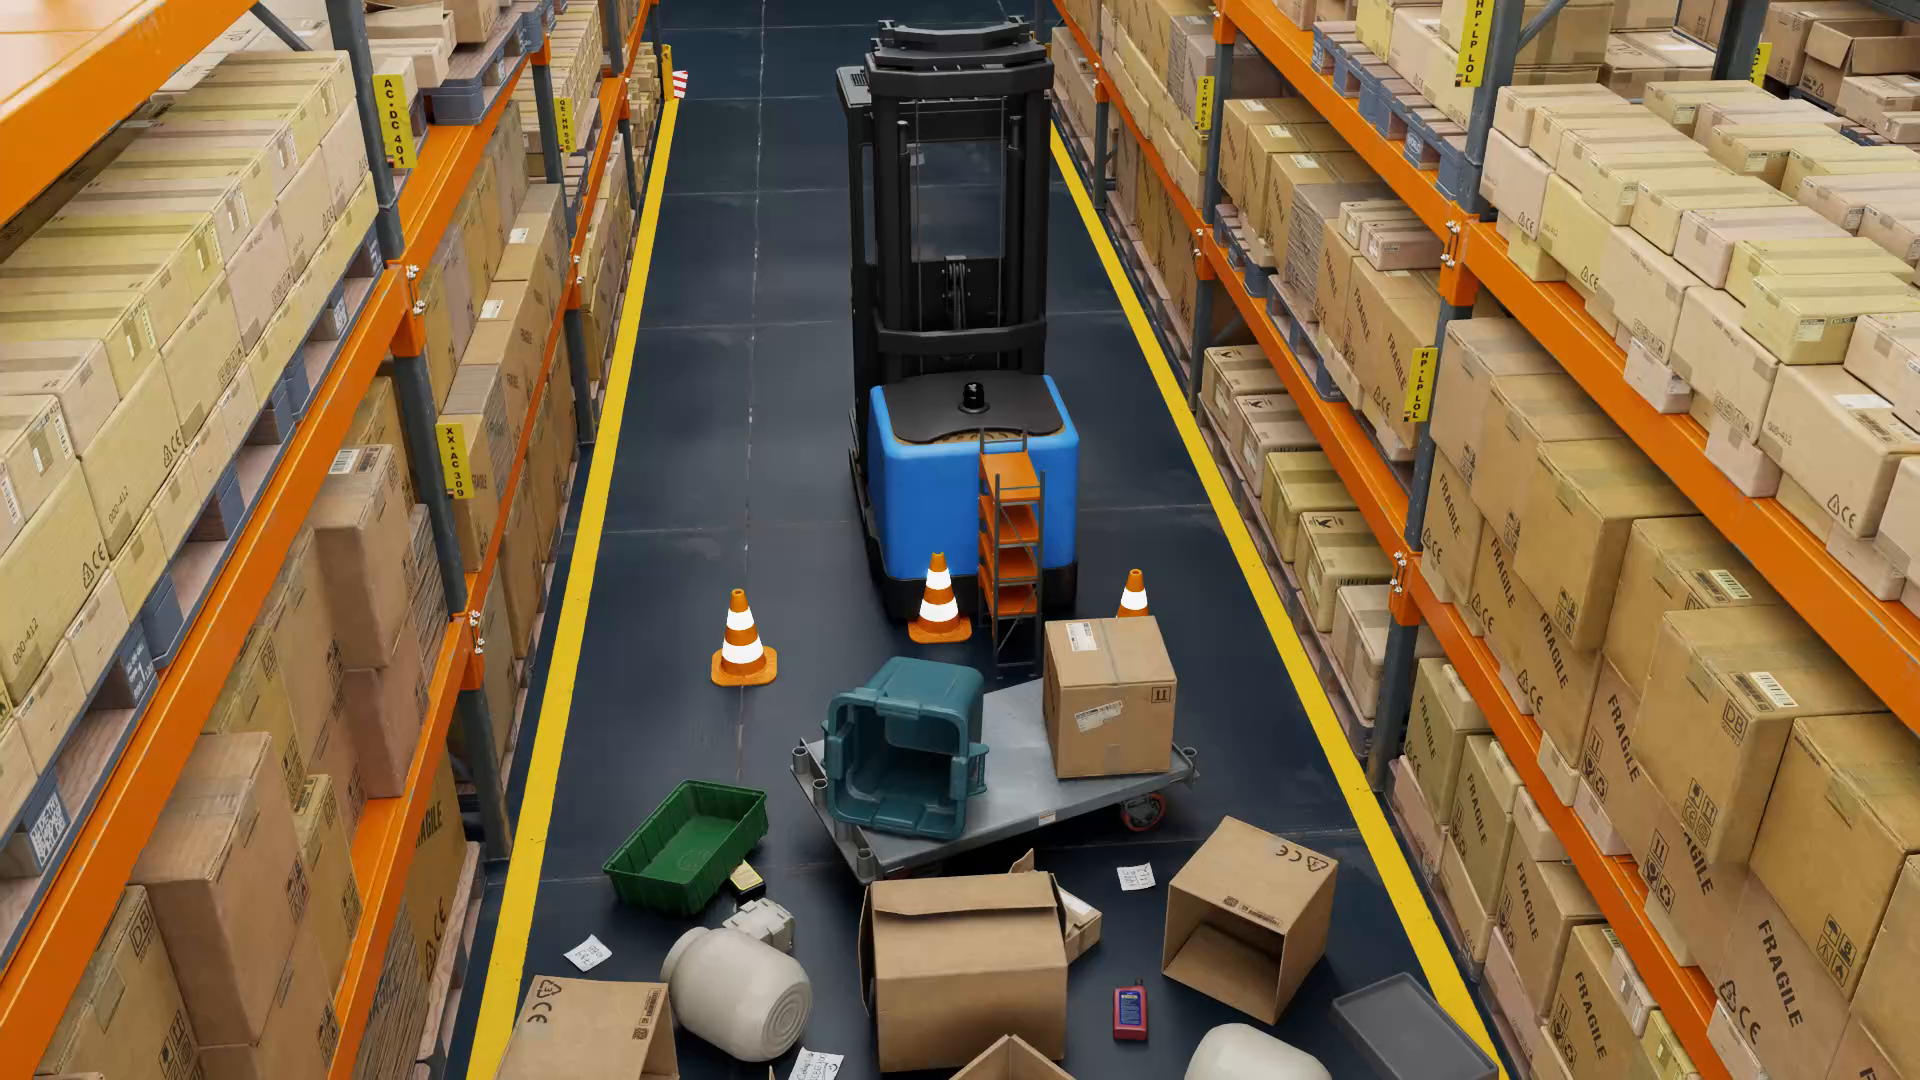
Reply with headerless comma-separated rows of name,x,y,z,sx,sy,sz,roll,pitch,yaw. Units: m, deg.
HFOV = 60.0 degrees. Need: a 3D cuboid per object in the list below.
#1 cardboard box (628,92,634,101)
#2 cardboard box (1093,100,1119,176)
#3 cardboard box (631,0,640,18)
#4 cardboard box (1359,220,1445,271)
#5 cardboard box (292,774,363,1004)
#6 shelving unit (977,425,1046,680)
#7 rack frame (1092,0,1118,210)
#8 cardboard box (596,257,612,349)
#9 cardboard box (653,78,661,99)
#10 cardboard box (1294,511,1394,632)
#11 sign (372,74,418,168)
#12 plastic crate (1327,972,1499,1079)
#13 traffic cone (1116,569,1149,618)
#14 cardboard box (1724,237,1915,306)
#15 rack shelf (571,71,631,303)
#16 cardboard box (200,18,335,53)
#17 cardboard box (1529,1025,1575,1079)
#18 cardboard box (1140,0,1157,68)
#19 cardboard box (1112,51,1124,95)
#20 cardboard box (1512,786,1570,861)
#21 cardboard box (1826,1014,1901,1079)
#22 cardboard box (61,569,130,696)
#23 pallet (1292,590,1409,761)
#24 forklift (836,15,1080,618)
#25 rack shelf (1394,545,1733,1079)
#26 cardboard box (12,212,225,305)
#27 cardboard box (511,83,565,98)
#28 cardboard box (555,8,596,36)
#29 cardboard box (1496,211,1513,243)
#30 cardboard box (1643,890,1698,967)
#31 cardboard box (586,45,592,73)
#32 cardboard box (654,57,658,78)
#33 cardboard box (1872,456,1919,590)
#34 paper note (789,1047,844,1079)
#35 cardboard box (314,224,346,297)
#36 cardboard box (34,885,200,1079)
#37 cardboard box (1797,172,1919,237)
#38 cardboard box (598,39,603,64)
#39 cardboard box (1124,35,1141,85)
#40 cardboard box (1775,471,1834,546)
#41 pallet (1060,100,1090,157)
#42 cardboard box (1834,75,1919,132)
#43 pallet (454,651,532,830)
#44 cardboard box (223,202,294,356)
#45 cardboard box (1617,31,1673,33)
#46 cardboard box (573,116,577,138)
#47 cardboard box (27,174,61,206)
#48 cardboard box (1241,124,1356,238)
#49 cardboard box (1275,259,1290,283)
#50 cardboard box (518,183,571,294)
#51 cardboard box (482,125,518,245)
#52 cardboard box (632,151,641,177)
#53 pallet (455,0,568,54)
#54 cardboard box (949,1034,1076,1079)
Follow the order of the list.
cardboard box,-3.209,-4.023,15.351,0.380,0.149,0.250,-4,31,-7
cardboard box,1.721,-3.649,15.023,0.875,0.438,0.875,-3,31,-5
cardboard box,-3.106,-4.901,14.642,0.500,0.500,0.500,-3,31,-6
cardboard box,2.075,-1.364,7.679,0.380,0.149,0.250,-4,31,-6
cardboard box,-2.296,1.080,4.870,0.875,0.550,0.500,-3,31,-5
shelving unit,0.254,0.069,8.464,0.258,1.200,0.503,-4,31,-7
rack frame,1.673,-4.243,13.928,1.000,3.000,0.127,-3,31,-5
cardboard box,-2.735,-1.649,11.614,0.500,0.500,0.500,-2,31,-4
cardboard box,-3.238,-4.568,16.842,0.380,0.149,0.250,-2,31,-3
cardboard box,2.298,0.155,8.719,0.950,0.372,0.625,-1,31,-1
sign,-1.946,-1.441,5.731,0.100,0.325,0.005,-3,31,-5
plastic crate,1.750,1.936,6.431,0.402,0.080,0.583,-14,33,-22
traffic cone,0.910,0.365,8.688,0.336,0.463,0.334,-3,31,-5
cardboard box,2.352,-0.715,4.563,0.380,0.149,0.250,-2,31,-4
rack shelf,-3.059,-2.624,11.920,1.077,0.370,4.000,-3,31,-5
cardboard box,-2.833,-1.936,6.781,0.500,0.250,0.500,-3,31,-5
cardboard box,2.355,1.952,5.828,0.500,0.250,0.500,-4,31,-6
cardboard box,1.602,-3.698,11.944,0.500,0.500,0.500,-3,31,-5
cardboard box,1.501,-3.677,13.127,0.500,0.250,0.500,-3,31,-6
cardboard box,2.236,1.022,6.022,0.380,0.149,0.250,-1,31,-2
cardboard box,2.469,1.449,4.011,0.500,0.500,0.500,-3,31,-5
cardboard box,-1.910,0.192,3.317,0.380,0.149,0.250,-3,31,-4
pallet,2.346,0.641,8.471,1.003,0.211,1.213,-3,31,-5
forklift,-0.094,-1.577,9.532,1.130,2.935,3.031,-4,31,-7
rack shelf,2.607,1.171,5.565,1.077,0.370,4.000,-3,31,-5
cardboard box,-2.005,-0.668,3.979,0.380,0.149,0.250,-2,31,-4
cardboard box,-2.793,-2.883,10.907,0.380,0.149,0.250,-4,31,-7
cardboard box,-2.989,-3.949,12.692,0.380,0.149,0.250,-4,31,-6
cardboard box,2.203,-1.166,6.096,0.380,0.149,0.250,-3,31,-5
cardboard box,2.357,1.161,5.126,0.380,0.149,0.250,-3,31,-5
cardboard box,-2.936,-3.560,12.330,0.380,0.149,0.250,-4,31,-6
cardboard box,-3.287,-4.825,16.983,0.380,0.149,0.250,-4,31,-6
cardboard box,2.445,0.027,3.711,0.500,0.250,0.500,-3,31,-5
paper note,-0.550,2.014,6.356,0.172,0.023,0.155,8,32,13
cardboard box,-2.097,-0.842,5.047,0.380,0.149,0.250,-2,31,-4
cardboard box,-2.264,1.177,3.655,0.875,0.550,0.550,-3,31,-5
cardboard box,2.780,-0.998,5.038,0.380,0.149,0.250,-3,31,-6
cardboard box,-3.012,-3.833,13.078,0.380,0.149,0.250,-3,31,-6
cardboard box,1.530,-3.631,12.563,0.500,0.250,0.500,-2,31,-4
cardboard box,2.390,-0.120,4.346,0.380,0.149,0.250,-4,31,-6
pallet,1.562,-4.062,16.345,1.003,0.211,1.213,-3,31,-5
cardboard box,6.567,-3.079,11.717,0.500,0.250,0.500,-4,31,-7
pallet,-2.646,0.937,7.975,1.003,0.211,1.213,-3,31,-5
cardboard box,-2.106,-0.691,4.407,0.500,0.250,0.500,-3,31,-5
cardboard box,2.716,-2.139,7.217,0.500,0.250,0.500,-3,31,-5
cardboard box,-2.818,-2.771,11.299,0.380,0.149,0.250,-2,31,-3
cardboard box,-2.731,-1.024,4.575,0.380,0.149,0.250,-3,31,-5
cardboard box,1.914,-2.045,9.452,0.500,0.500,0.500,-1,31,-2
cardboard box,1.970,-1.550,9.255,0.380,0.149,0.250,-1,31,-2
cardboard box,-2.563,-1.738,9.637,0.500,0.500,0.500,-3,31,-5
cardboard box,-2.792,-1.896,8.927,0.700,0.500,0.500,-3,31,-5
cardboard box,-2.962,-3.239,14.328,0.380,0.149,0.250,-1,31,-2
pallet,-2.760,-2.792,8.759,1.213,0.211,1.003,-1,31,-2
cardboard box,0.109,2.180,5.610,0.637,0.503,0.797,27,40,37
